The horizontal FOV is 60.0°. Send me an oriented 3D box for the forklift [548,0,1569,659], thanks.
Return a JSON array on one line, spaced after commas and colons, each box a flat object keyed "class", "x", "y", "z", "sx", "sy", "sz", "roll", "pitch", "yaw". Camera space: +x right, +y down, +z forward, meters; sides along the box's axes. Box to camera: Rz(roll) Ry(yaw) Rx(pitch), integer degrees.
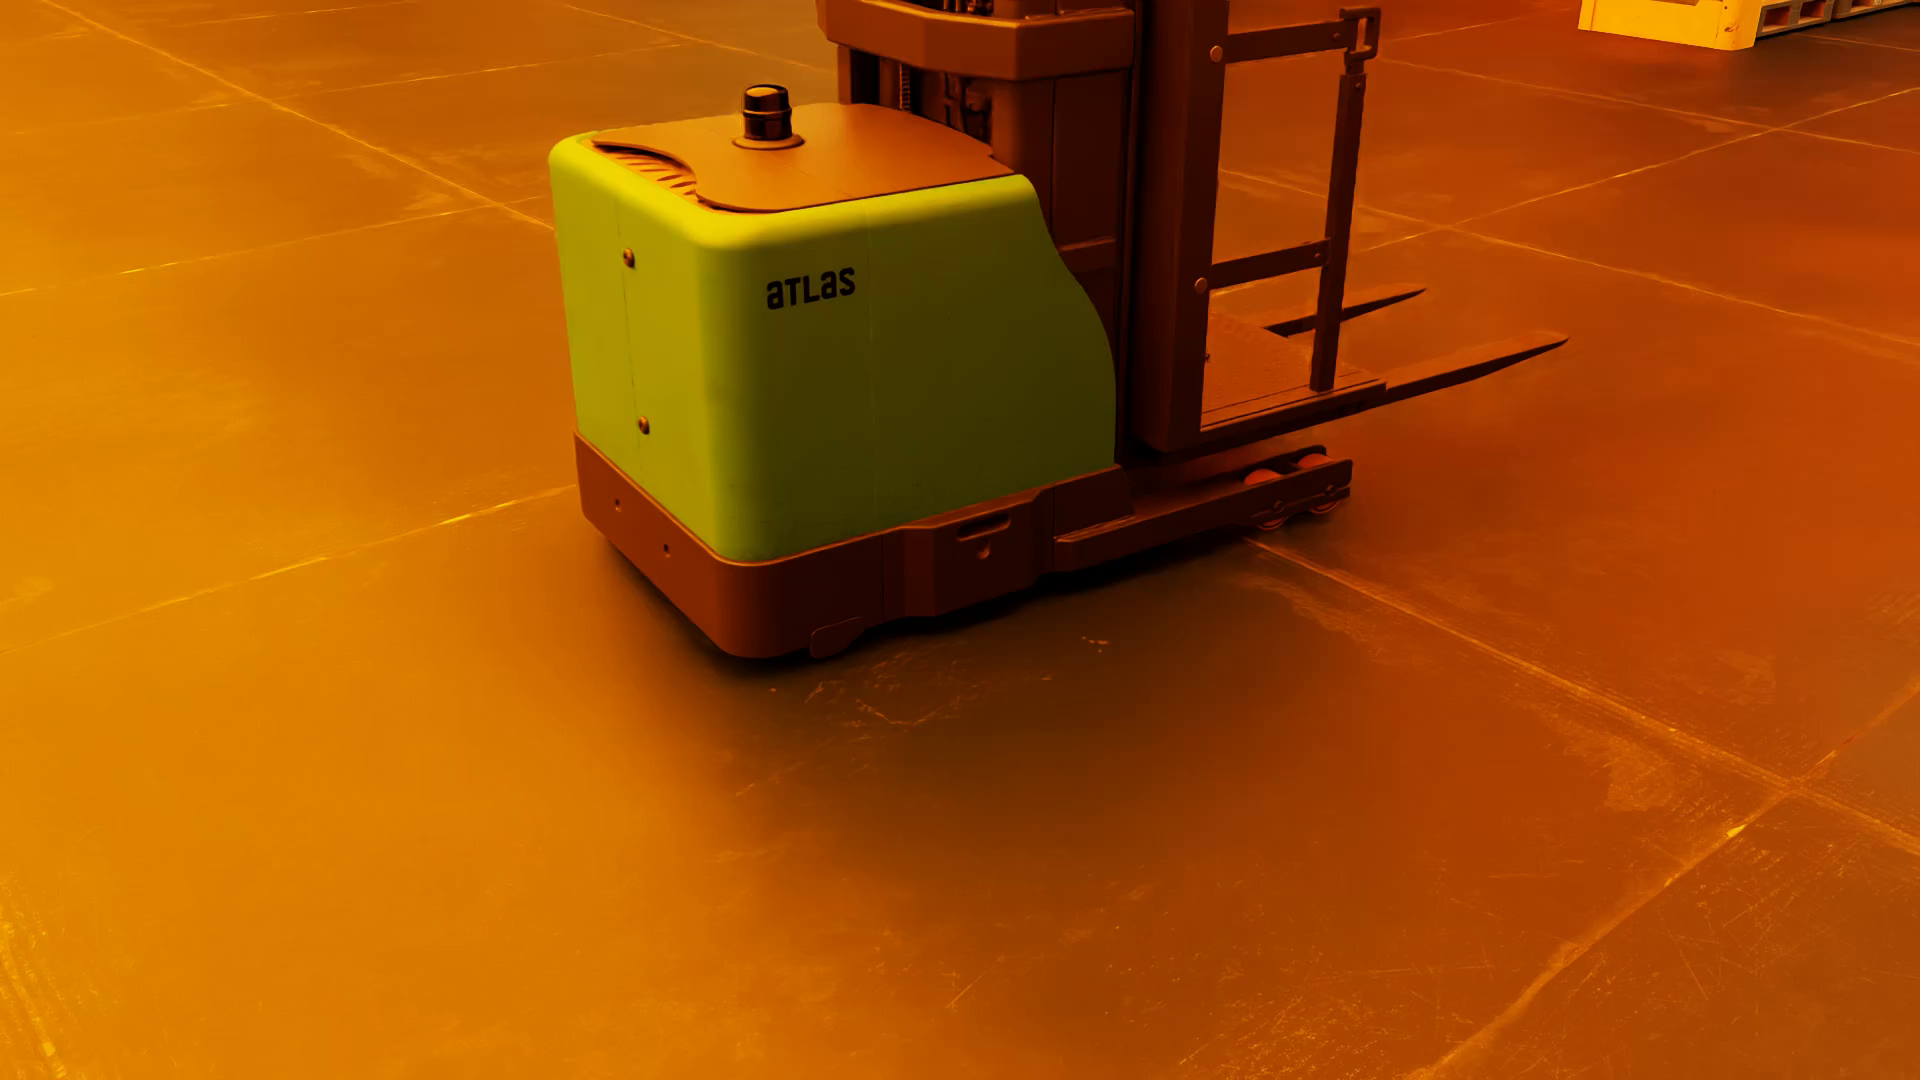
[{"class": "forklift", "x": 0.491, "y": -1.520, "z": 4.266, "sx": 3.031, "sy": 2.935, "sz": 1.130, "roll": -16, "pitch": 31, "yaw": -29}]
